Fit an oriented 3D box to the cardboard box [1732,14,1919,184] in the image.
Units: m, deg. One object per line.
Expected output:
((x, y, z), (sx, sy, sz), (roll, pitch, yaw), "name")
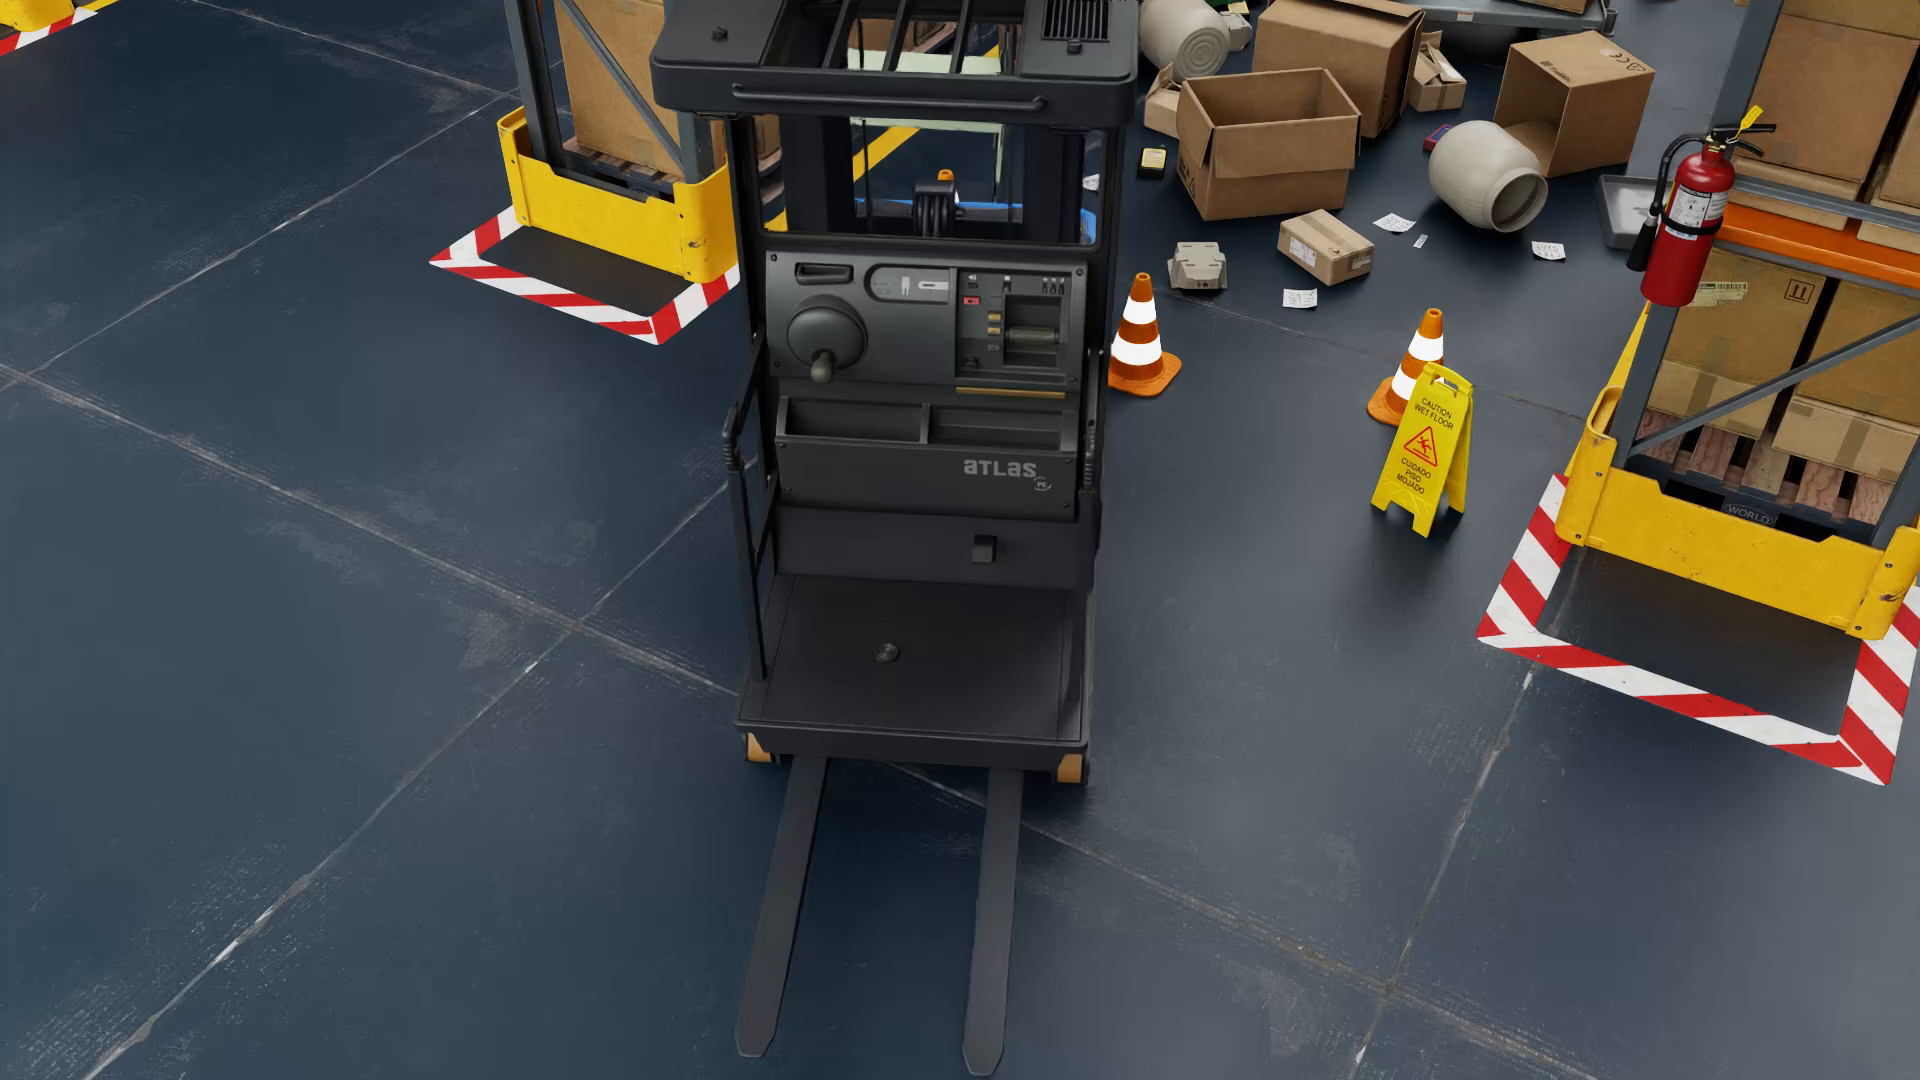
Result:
((2.811, -1.555, 5.445), (0.500, 0.500, 0.500), (20, 45, 21), "cardboard box")

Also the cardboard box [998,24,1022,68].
((0.555, -2.707, 8.944), (0.500, 0.500, 0.500), (29, 49, 29), "cardboard box")

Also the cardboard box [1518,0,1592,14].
((3.224, -3.210, 8.944), (0.500, 0.500, 0.500), (21, 45, 22), "cardboard box")

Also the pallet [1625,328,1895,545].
((3.254, -0.454, 6.606), (1.003, 0.211, 1.213), (21, 45, 22), "pallet")

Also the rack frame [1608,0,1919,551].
((2.778, -1.004, 5.120), (1.000, 3.000, 0.127), (21, 45, 22), "rack frame")

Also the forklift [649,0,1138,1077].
((-0.117, -0.554, 4.661), (1.130, 2.935, 3.031), (3, 41, 4), "forklift")

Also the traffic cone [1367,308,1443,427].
((1.877, -0.724, 6.723), (0.336, 0.463, 0.334), (21, 45, 22), "traffic cone")

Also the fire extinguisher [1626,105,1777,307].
((2.322, -1.062, 5.245), (0.296, 0.674, 0.183), (21, 45, 22), "fire extinguisher")

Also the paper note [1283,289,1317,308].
((1.528, -1.089, 7.463), (0.148, 0.019, 0.142), (7, 42, 8), "paper note")

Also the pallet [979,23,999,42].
((-0.004, -3.416, 9.970), (1.003, 0.211, 1.213), (21, 45, 22), "pallet")

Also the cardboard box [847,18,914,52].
((-0.837, -2.857, 8.515), (0.875, 0.875, 0.875), (20, 45, 21), "cardboard box")

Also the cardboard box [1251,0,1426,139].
((1.926, -2.498, 8.603), (0.797, 0.637, 0.503), (21, 45, 22), "cardboard box")

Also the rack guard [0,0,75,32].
((-5.764, -3.387, 9.717), (1.175, 0.500, 0.348), (21, 45, 22), "rack guard")

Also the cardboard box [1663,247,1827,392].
((2.954, -0.956, 6.261), (0.500, 0.500, 0.500), (21, 46, 22), "cardboard box")

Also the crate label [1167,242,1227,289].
((1.085, -1.245, 7.560), (0.250, 0.136, 0.298), (0, 41, 0), "crate label")

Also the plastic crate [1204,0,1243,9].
((1.491, -3.305, 9.818), (0.662, 0.188, 0.450), (-21, 35, -22), "plastic crate")

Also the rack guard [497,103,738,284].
((-1.570, -1.631, 7.724), (1.175, 0.500, 0.348), (21, 45, 22), "rack guard")

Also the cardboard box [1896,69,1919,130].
((3.512, -1.630, 5.530), (0.500, 0.500, 0.500), (22, 46, 23), "cardboard box")

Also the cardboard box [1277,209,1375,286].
((1.685, -1.352, 7.672), (0.250, 0.149, 0.380), (-21, 45, -22), "cardboard box")

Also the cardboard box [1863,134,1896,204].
((3.242, -1.185, 5.516), (0.380, 0.149, 0.250), (22, 46, 23), "cardboard box")

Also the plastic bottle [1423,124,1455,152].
((2.511, -2.072, 8.556), (0.133, 0.061, 0.283), (29, 49, 29), "plastic bottle")

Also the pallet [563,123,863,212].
((-1.225, -2.020, 8.384), (1.003, 0.211, 1.213), (21, 45, 22), "pallet")

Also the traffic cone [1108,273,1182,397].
((0.746, -0.897, 6.918), (0.336, 0.463, 0.334), (21, 45, 22), "traffic cone")

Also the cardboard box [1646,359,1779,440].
((2.962, -0.695, 6.532), (0.500, 0.250, 0.500), (21, 45, 22), "cardboard box")

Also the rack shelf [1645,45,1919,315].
((3.779, -1.878, 6.658), (1.077, 0.370, 4.000), (21, 45, 22), "rack shelf")

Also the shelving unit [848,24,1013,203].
((-0.225, -1.280, 6.425), (0.755, 1.500, 0.431), (3, 32, -2), "shelving unit")

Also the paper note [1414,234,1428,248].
((2.175, -1.410, 7.844), (0.032, 0.001, 0.123), (21, 45, 22), "paper note")

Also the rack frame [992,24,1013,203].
((0.140, -1.261, 6.439), (0.023, 1.500, 0.400), (3, 32, -2), "rack frame")

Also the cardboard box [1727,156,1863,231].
((2.780, -1.194, 5.527), (0.380, 0.149, 0.250), (22, 46, 23), "cardboard box")

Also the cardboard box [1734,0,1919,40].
((2.845, -1.893, 5.072), (0.700, 0.500, 0.500), (20, 45, 21), "cardboard box")

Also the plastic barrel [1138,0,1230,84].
((1.204, -2.749, 9.051), (0.421, 0.421, 0.512), (-14, 43, -15), "plastic barrel")

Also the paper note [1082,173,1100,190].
((0.676, -1.780, 8.250), (0.142, 0.017, 0.144), (-29, 49, -29), "paper note")

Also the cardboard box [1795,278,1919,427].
((3.433, -0.795, 6.078), (0.500, 0.500, 0.500), (19, 45, 21), "cardboard box")
